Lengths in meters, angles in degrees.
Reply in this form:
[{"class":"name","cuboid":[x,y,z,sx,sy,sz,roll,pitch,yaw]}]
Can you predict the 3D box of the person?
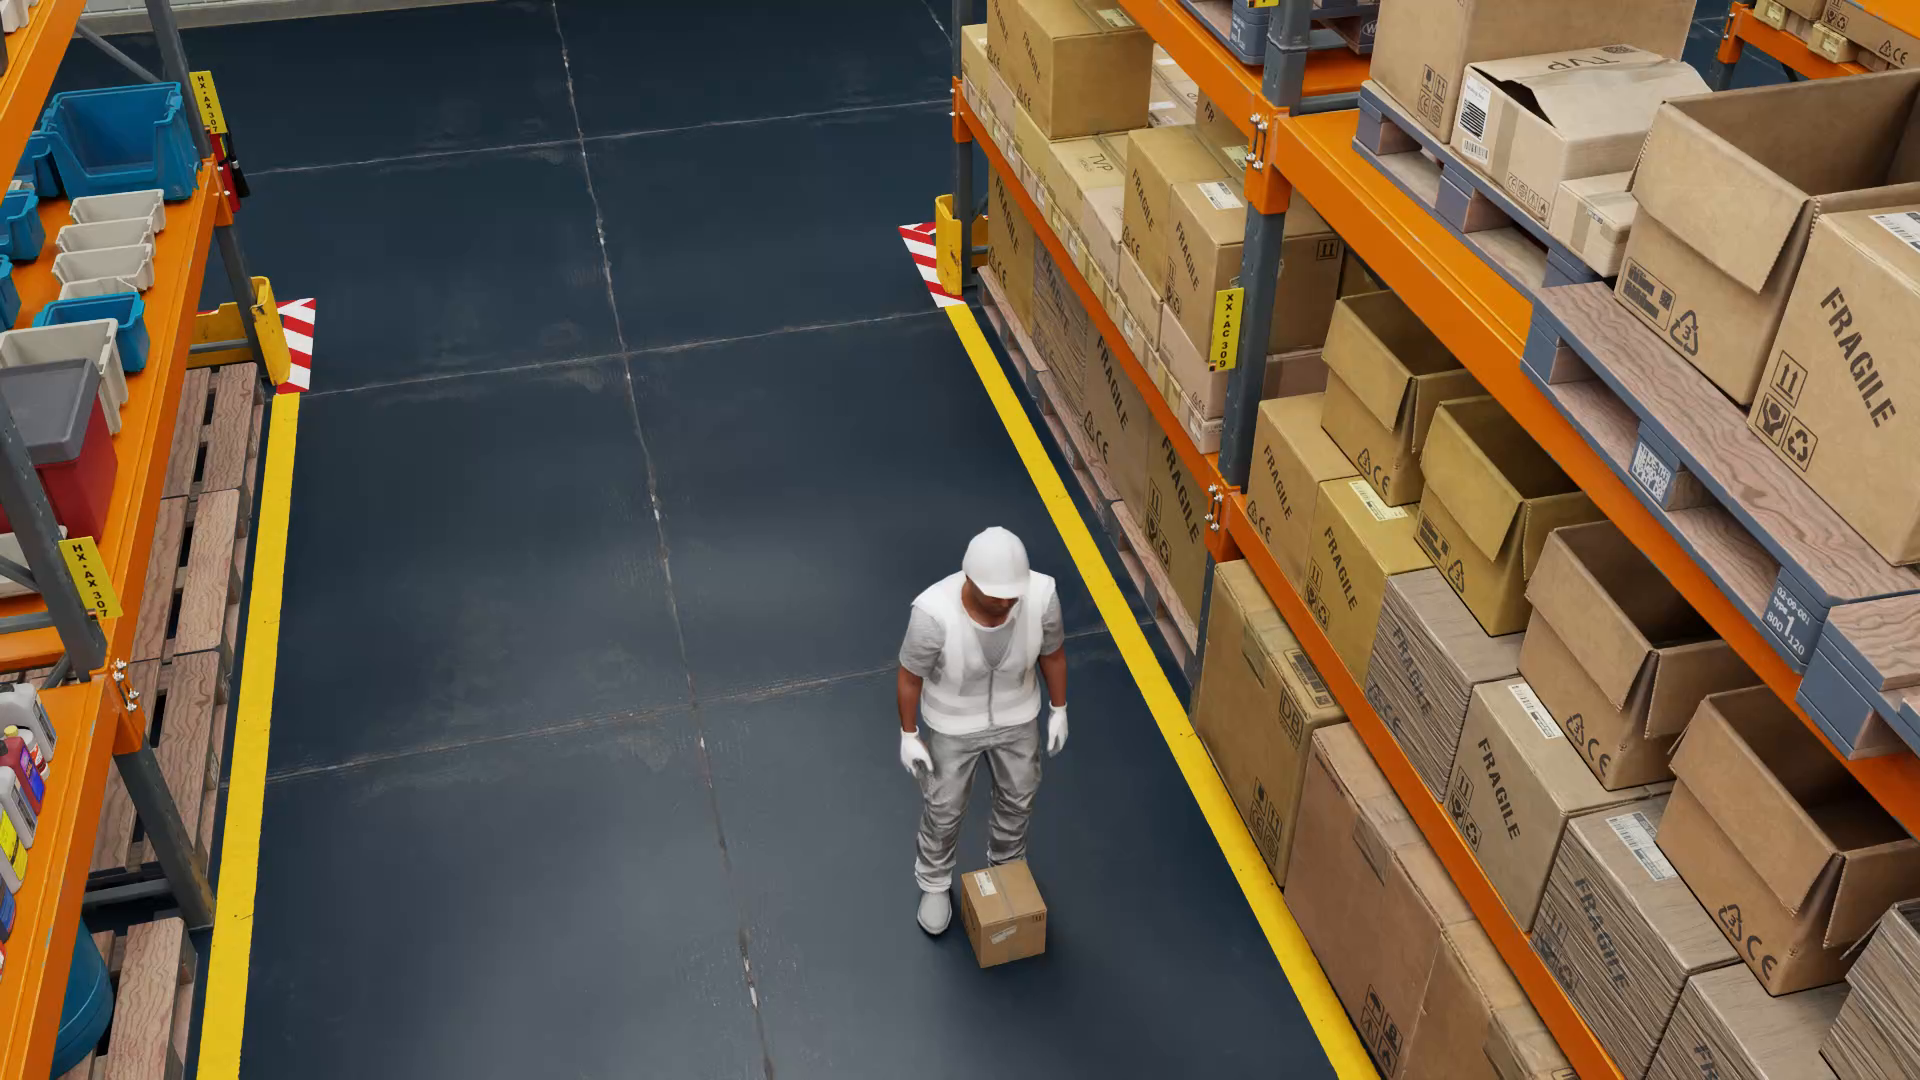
[{"class":"person","cuboid":[0.083,0.650,5.869,0.619,1.775,0.446,-9,39,-11]}]
